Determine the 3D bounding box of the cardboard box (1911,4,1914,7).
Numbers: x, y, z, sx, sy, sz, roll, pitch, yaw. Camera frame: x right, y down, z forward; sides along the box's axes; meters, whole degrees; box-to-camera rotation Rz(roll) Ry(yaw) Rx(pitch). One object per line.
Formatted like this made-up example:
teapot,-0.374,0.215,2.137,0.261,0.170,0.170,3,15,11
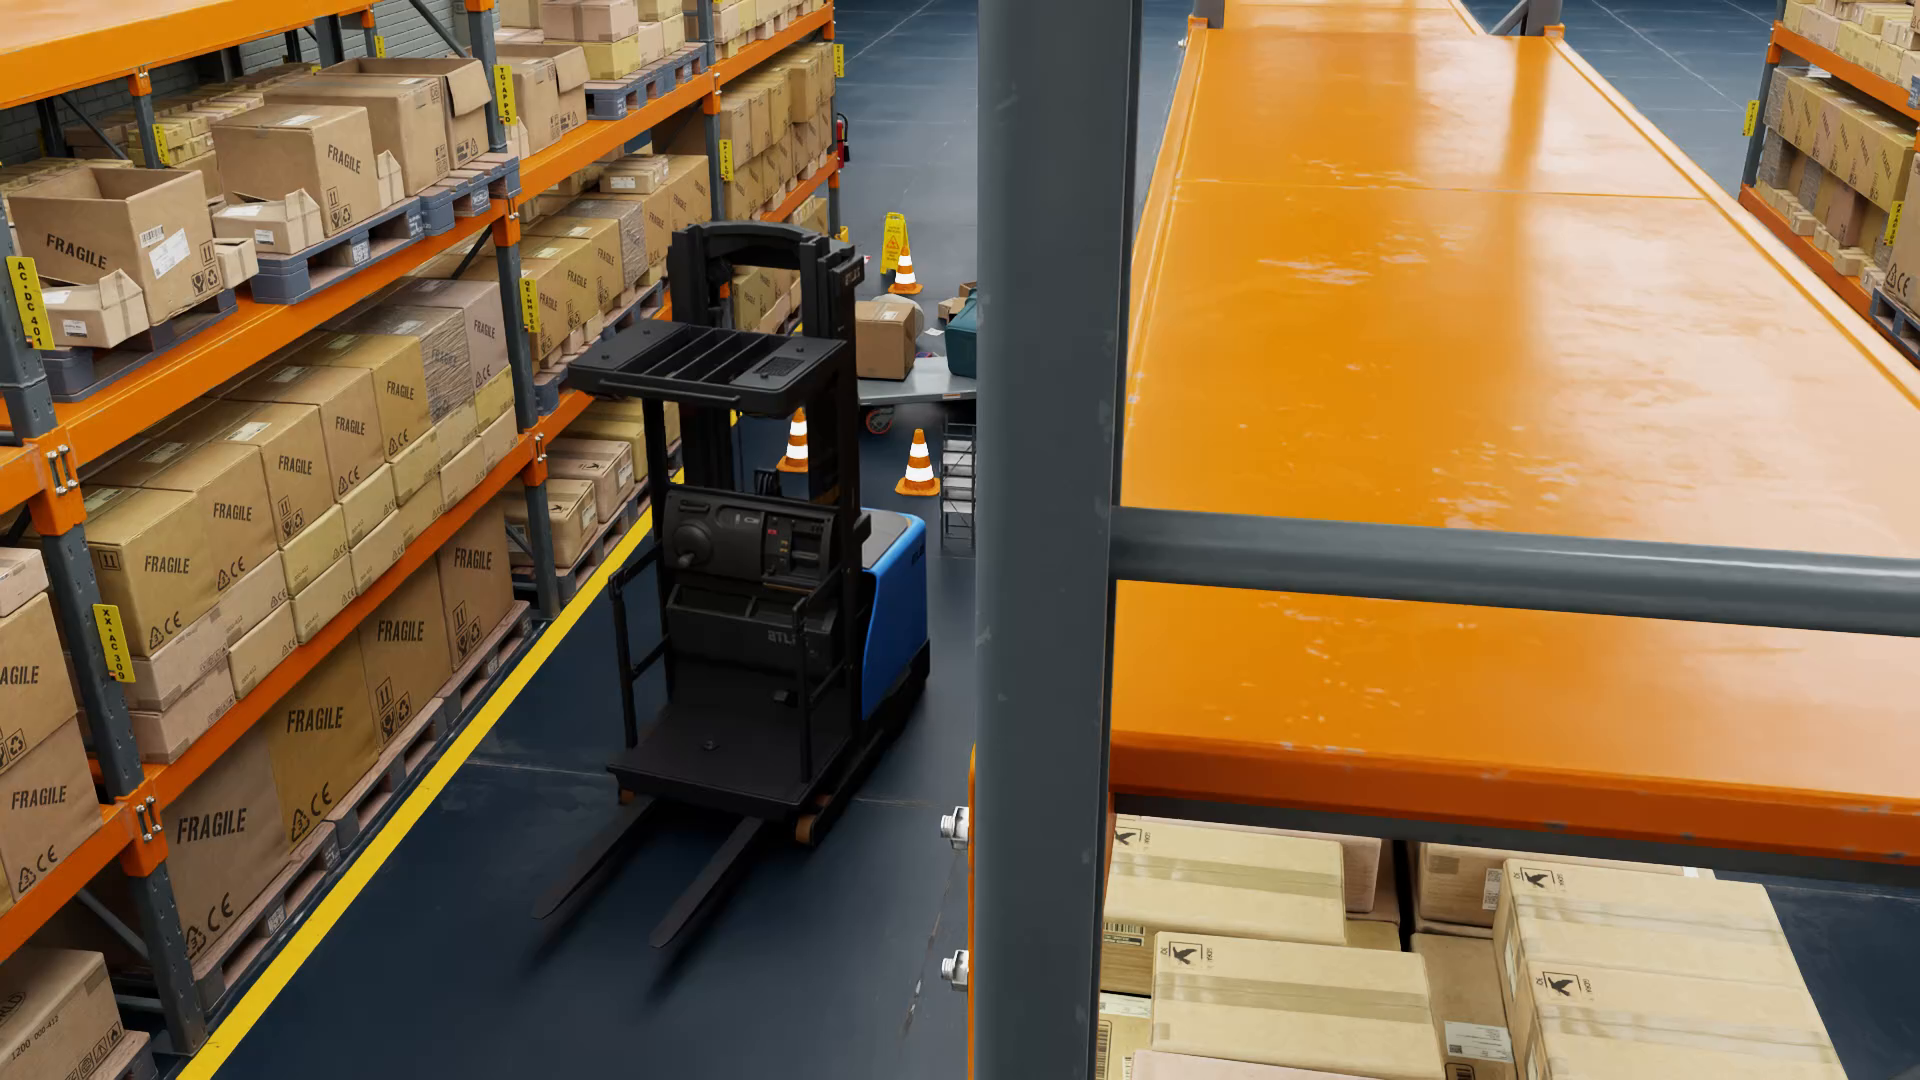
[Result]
cardboard box,8.047,-4.341,13.655,0.380,0.149,0.250,3,25,6

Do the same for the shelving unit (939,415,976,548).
shelving unit,-0.001,-0.404,11.552,0.258,0.900,0.210,4,25,9

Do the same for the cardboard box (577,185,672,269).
cardboard box,-2.445,-2.303,12.169,0.500,0.500,0.500,5,26,10

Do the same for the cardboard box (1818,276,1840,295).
cardboard box,7.822,-2.097,15.146,0.500,0.500,0.500,11,27,22

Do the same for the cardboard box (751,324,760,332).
cardboard box,-2.063,-1.738,14.673,0.500,0.250,0.500,3,25,6

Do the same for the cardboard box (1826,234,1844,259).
cardboard box,7.349,-2.395,13.624,0.380,0.149,0.250,4,25,9

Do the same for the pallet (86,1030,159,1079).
pallet,-3.935,2.356,6.467,1.003,0.211,1.213,4,25,9

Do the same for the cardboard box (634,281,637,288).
cardboard box,-2.563,-1.879,12.026,0.380,0.149,0.250,3,25,7

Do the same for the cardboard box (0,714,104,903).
cardboard box,-3.557,0.947,6.071,0.500,0.500,0.500,4,25,9

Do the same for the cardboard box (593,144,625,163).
cardboard box,-2.852,-3.057,13.013,0.380,0.149,0.250,4,25,8

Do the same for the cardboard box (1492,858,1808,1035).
cardboard box,1.006,0.622,2.462,0.380,0.149,0.250,4,25,9

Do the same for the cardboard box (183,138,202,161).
cardboard box,-6.971,-3.470,14.742,0.380,0.149,0.250,5,25,10

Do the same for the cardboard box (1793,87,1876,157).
cardboard box,7.477,-3.555,14.159,0.500,0.500,0.500,4,25,9

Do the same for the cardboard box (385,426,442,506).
cardboard box,-3.052,-0.400,8.654,0.500,0.250,0.500,3,25,7

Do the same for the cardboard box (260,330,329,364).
cardboard box,-3.573,-0.778,8.576,0.500,0.500,0.500,5,25,10

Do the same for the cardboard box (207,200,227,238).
cardboard box,-3.573,-1.464,7.580,0.380,0.166,0.250,6,26,13

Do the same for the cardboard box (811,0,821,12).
cardboard box,-1.563,-5.208,16.096,0.380,0.149,0.250,4,25,9

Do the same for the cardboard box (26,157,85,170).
cardboard box,-7.593,-3.115,13.983,0.380,0.149,0.250,3,25,7

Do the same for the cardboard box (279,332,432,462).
cardboard box,-3.070,-0.734,8.482,0.500,0.500,0.500,4,25,9

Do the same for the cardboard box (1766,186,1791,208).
cardboard box,7.607,-3.128,15.192,0.380,0.149,0.250,4,25,9

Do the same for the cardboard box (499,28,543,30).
cardboard box,-2.999,-3.617,12.083,0.500,0.250,0.500,4,25,8

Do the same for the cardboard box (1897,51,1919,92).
cardboard box,7.168,-3.378,12.067,0.500,0.250,0.500,5,26,10

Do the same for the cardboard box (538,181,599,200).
cardboard box,-2.961,-2.344,12.255,0.500,0.500,0.500,4,25,8

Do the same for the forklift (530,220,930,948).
forklift,-1.145,0.028,8.232,1.130,2.935,3.031,8,26,17

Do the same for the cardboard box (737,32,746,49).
cardboard box,-2.024,-4.242,14.033,0.380,0.149,0.250,5,26,10

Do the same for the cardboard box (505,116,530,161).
cardboard box,-2.819,-2.417,9.995,0.396,0.266,0.258,4,25,9

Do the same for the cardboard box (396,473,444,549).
cardboard box,-3.073,-0.171,8.753,0.500,0.250,0.500,4,25,8

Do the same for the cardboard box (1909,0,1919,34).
cardboard box,7.173,-3.849,11.839,0.500,0.500,0.500,3,25,7

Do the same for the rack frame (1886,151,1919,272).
rack frame,7.351,-1.879,12.225,1.000,3.000,0.127,4,25,9

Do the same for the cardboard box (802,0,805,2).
cardboard box,-1.687,-5.221,15.654,0.500,0.250,0.500,4,25,8

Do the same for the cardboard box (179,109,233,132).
cardboard box,-6.849,-3.818,15.134,0.380,0.149,0.250,5,25,10

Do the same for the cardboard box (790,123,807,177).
cardboard box,-1.761,-3.754,15.763,0.500,0.500,0.500,4,25,8

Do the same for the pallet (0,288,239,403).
pallet,-3.632,-0.878,6.775,0.805,0.209,1.217,3,25,6

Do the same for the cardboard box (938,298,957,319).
cardboard box,0.006,-2.259,16.401,0.380,0.149,0.250,19,31,35

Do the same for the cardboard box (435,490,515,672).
cardboard box,-3.275,0.163,9.875,0.875,0.875,0.875,4,25,8

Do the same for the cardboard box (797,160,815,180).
cardboard box,-1.630,-3.624,16.250,0.380,0.149,0.250,4,25,9

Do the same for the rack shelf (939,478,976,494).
rack shelf,-0.001,-0.374,11.566,0.258,0.077,0.200,4,25,9

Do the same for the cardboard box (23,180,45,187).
cardboard box,-7.189,-2.761,13.228,0.380,0.149,0.250,3,25,7

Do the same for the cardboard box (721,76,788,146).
cardboard box,-1.927,-3.787,14.655,0.700,0.500,0.500,3,25,7

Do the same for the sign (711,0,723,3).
sign,-1.878,-4.299,12.784,0.100,0.325,0.005,4,25,9

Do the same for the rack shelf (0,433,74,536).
rack shelf,-4.060,0.584,4.274,1.077,0.370,4.000,4,25,9

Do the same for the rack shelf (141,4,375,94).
rack shelf,-6.997,-4.777,15.727,1.077,0.370,4.000,4,25,9

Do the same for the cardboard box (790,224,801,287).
cardboard box,-1.817,-2.740,15.930,0.500,0.500,0.500,3,25,7

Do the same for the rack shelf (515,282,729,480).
rack shelf,-2.753,-1.403,12.058,1.077,0.370,4.000,4,25,9

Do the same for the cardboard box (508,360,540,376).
cardboard box,-2.843,-1.092,10.345,0.380,0.149,0.250,3,25,5

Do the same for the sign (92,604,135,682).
sign,-3.186,0.390,6.263,0.100,0.325,0.005,4,25,9

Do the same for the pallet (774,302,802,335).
pallet,-2.154,-2.097,15.982,1.003,0.211,1.213,4,25,9

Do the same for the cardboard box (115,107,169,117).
cardboard box,-7.479,-3.859,15.221,0.380,0.149,0.250,4,25,7

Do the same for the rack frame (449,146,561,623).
rack frame,-3.080,-0.892,10.118,1.000,3.000,0.127,4,25,9

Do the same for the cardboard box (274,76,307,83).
cardboard box,-6.660,-4.574,16.750,0.380,0.149,0.250,4,25,9

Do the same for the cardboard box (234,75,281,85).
cardboard box,-7.096,-4.608,16.822,0.380,0.149,0.250,4,25,9

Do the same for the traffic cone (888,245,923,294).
traffic cone,-0.570,-2.820,17.229,0.336,0.463,0.334,4,25,9

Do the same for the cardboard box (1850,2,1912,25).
cardboard box,7.490,-4.274,13.512,0.380,0.149,0.250,4,25,8

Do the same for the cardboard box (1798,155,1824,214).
cardboard box,7.800,-3.080,14.323,0.875,0.500,0.500,4,25,9
